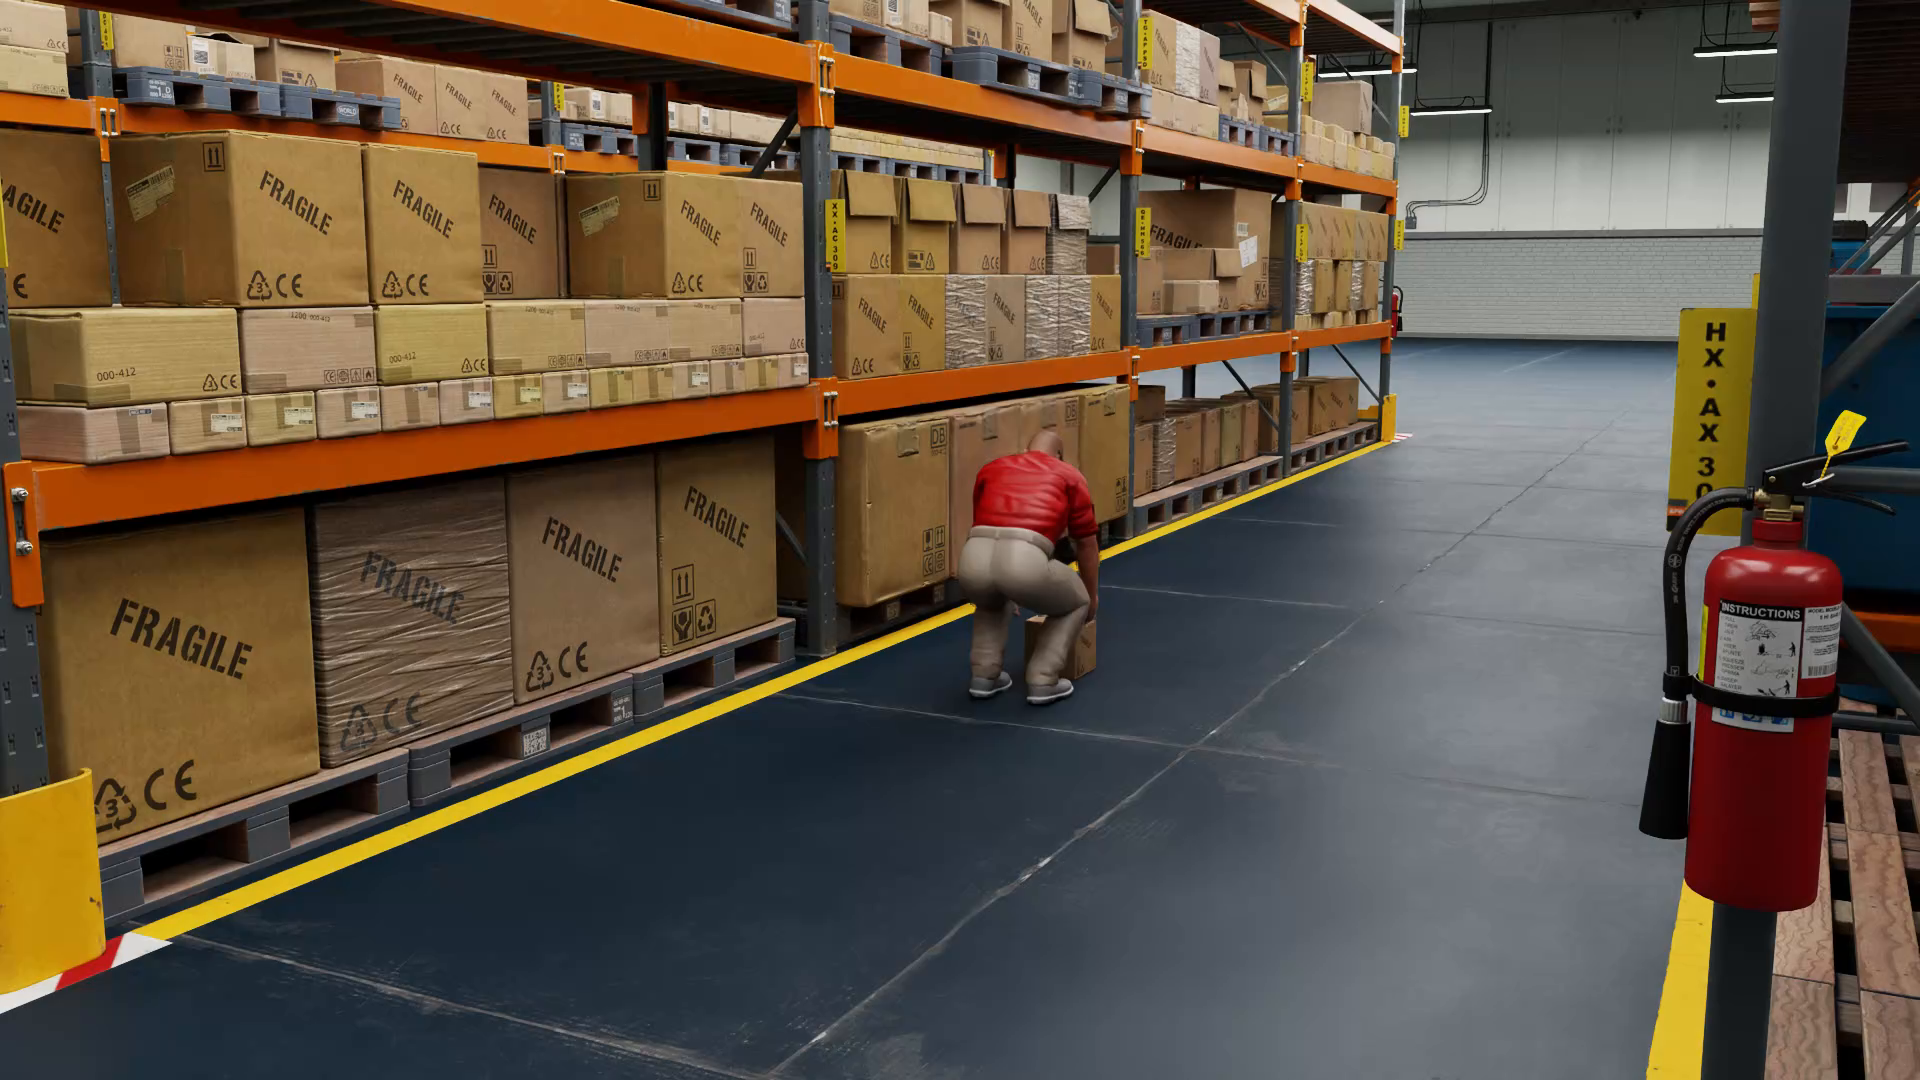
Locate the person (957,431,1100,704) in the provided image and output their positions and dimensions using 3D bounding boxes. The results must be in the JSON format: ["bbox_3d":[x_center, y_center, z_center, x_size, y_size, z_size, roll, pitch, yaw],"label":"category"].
[{"bbox_3d":[0.265,0.109,7.211,0.576,1.114,0.830,4,10,26],"label":"person"}]
